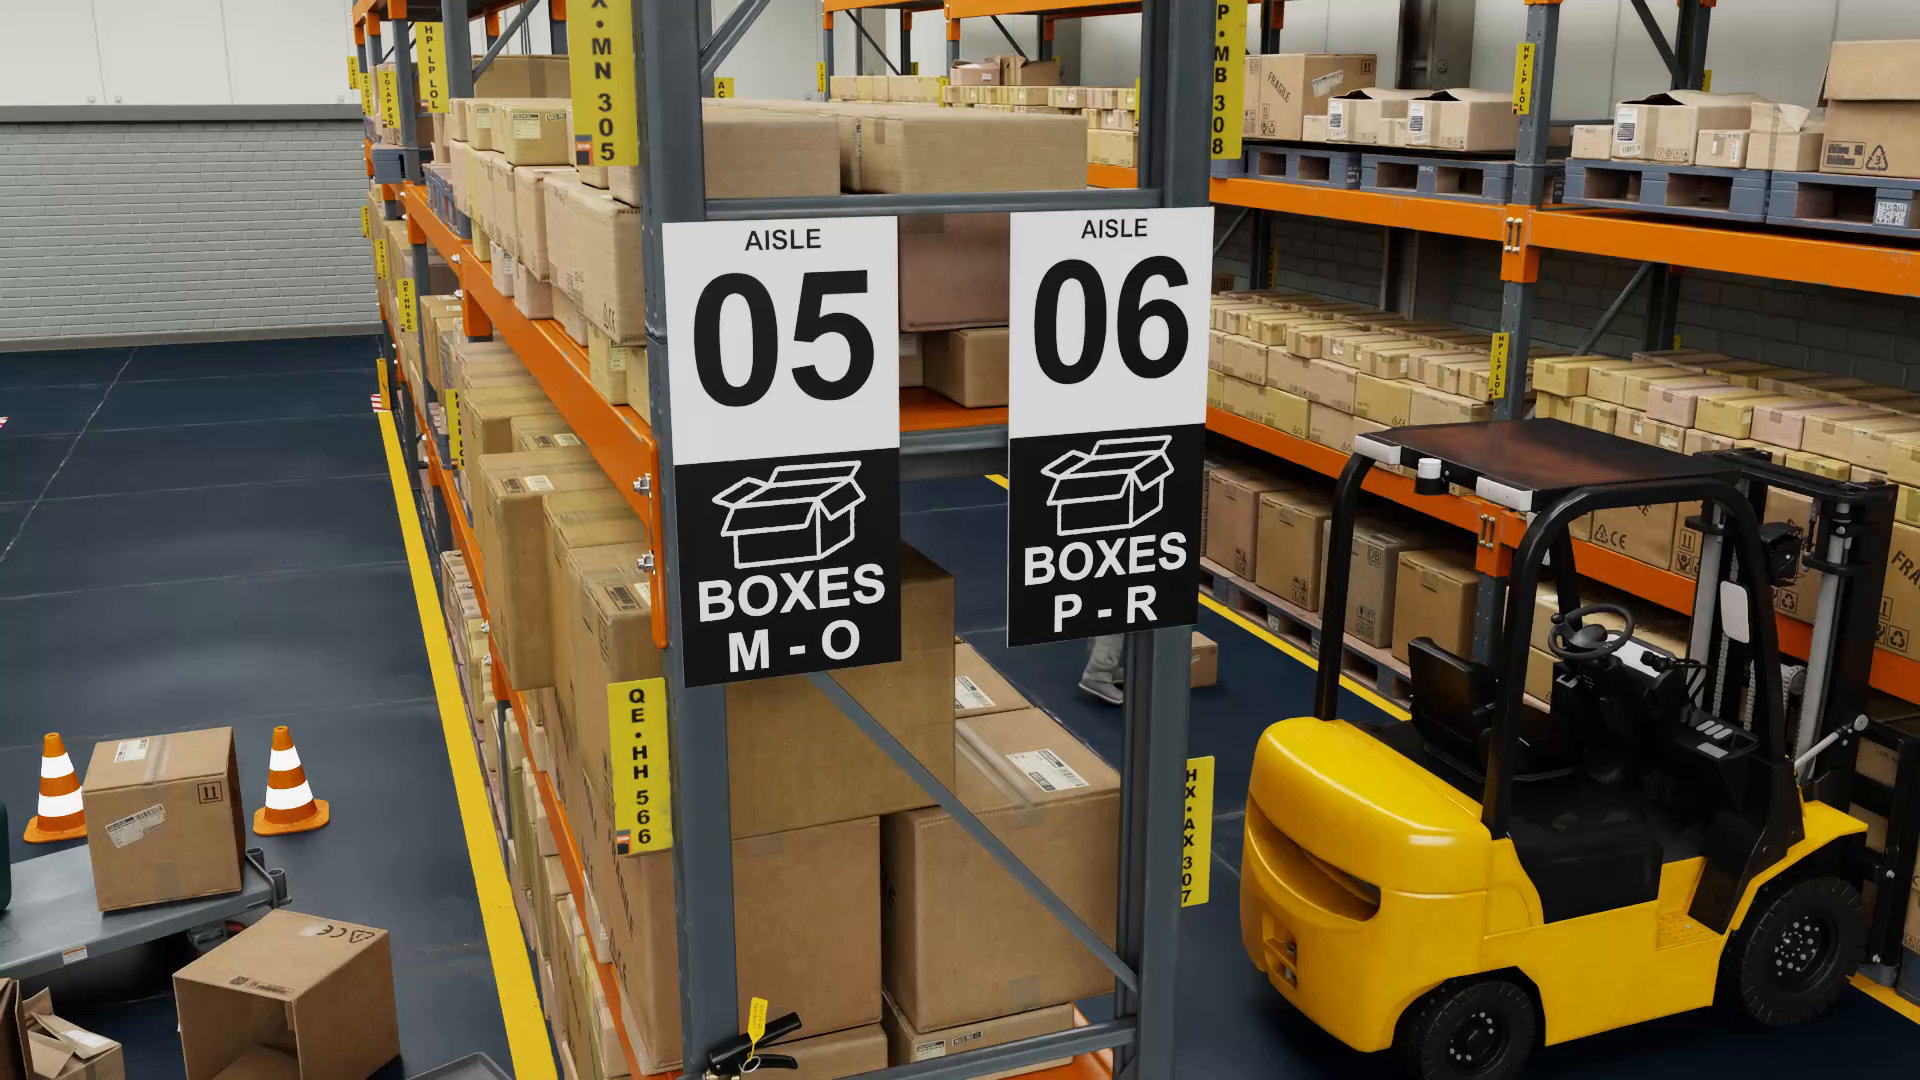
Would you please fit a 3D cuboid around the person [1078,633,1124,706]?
[{"bbox_3d":[0.855,0.015,9.395,0.448,1.779,0.568,-4,16,-15],"label":"person"}]
